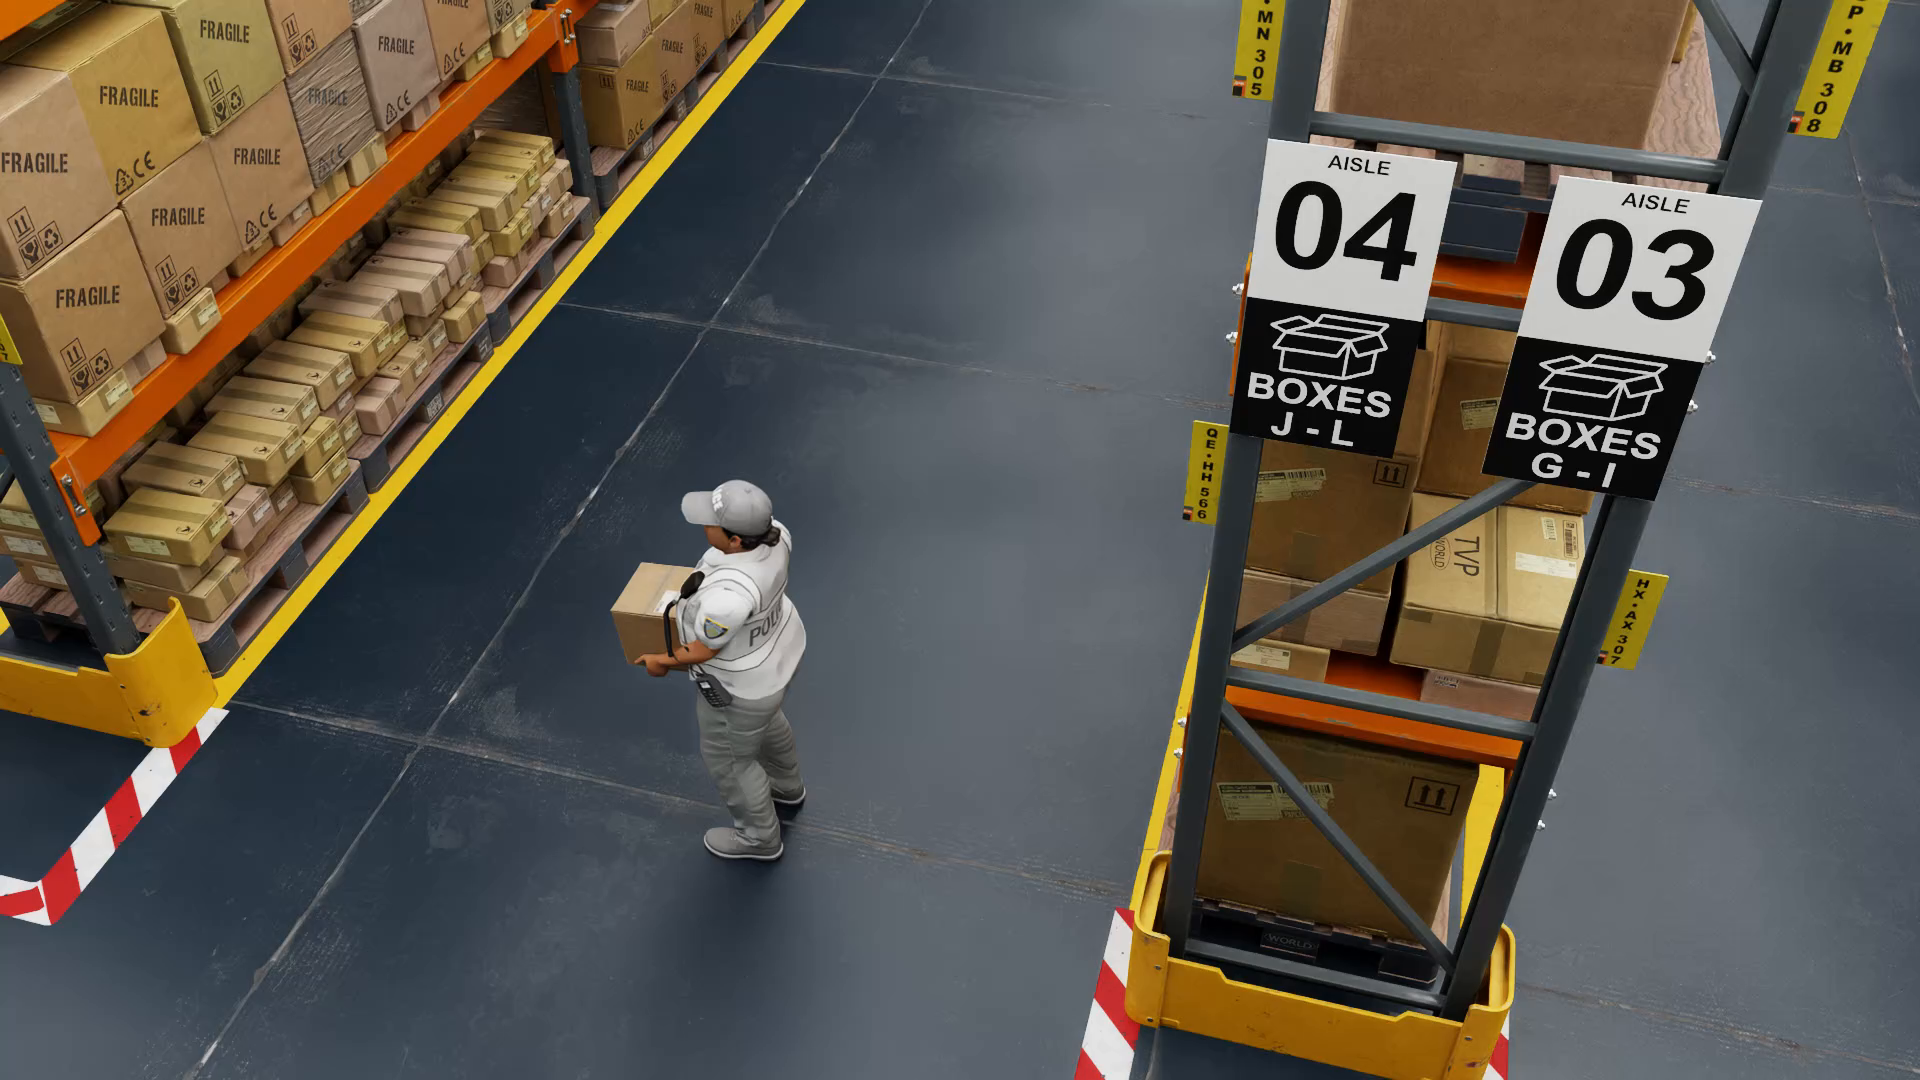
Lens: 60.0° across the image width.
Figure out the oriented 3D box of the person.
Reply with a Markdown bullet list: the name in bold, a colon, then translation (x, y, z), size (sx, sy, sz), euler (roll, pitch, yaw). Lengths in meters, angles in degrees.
- **person**: translation (-0.803, 0.425, 5.680), size (0.535, 1.654, 0.452), euler (11, 42, 12)
